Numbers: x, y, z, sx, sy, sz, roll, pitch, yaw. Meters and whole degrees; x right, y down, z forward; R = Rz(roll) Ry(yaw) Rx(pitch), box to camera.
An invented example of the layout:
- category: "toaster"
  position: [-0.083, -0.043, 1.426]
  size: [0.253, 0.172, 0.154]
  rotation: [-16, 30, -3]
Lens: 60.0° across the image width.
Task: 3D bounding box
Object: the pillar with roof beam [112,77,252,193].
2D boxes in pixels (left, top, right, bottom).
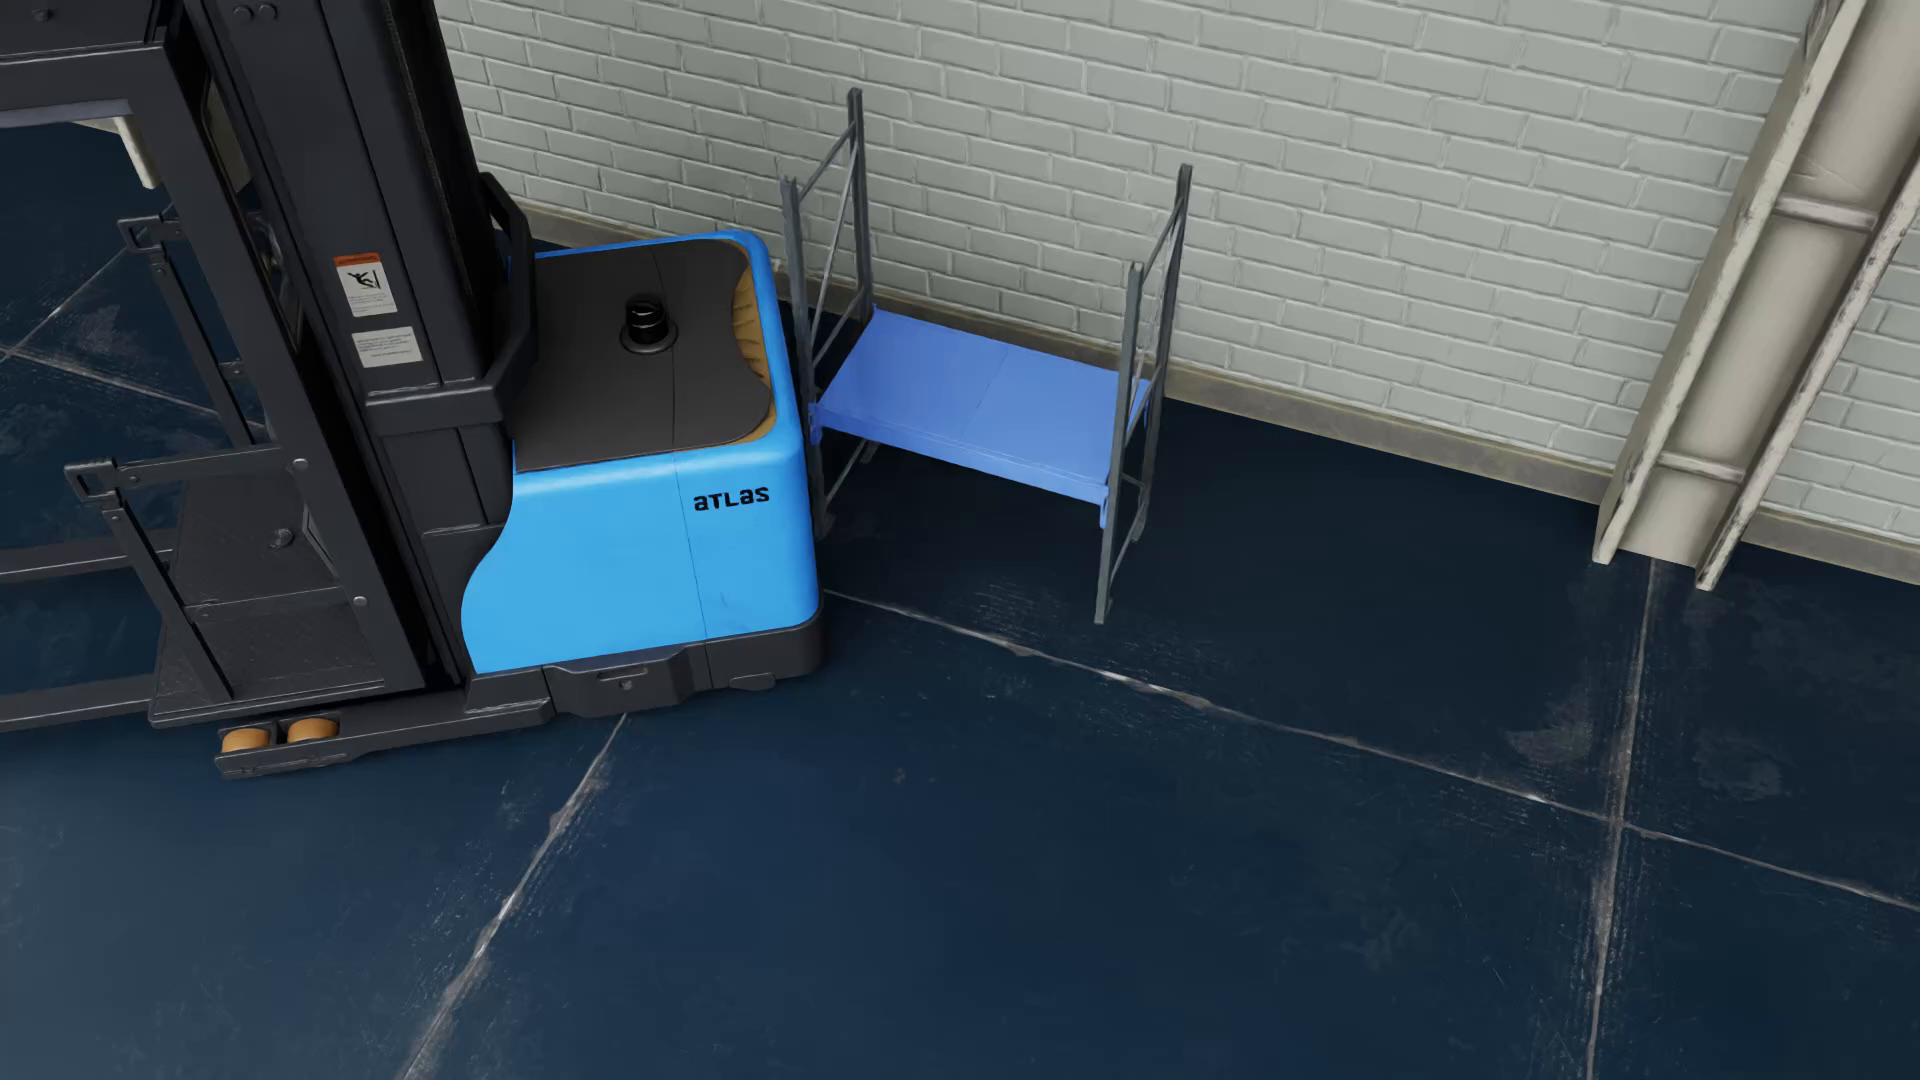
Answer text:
- category: "pillar with roof beam"
  position: [-4.720, -1.453, 1.054]
  size: [0.400, 9.000, 9.100]
  rotation: [16, 51, 13]

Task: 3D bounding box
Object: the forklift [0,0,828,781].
- category: "forklift"
  position: [-1.993, -0.667, 4.388]
  size: [3.031, 2.935, 1.130]
  rotation: [-8, 50, -7]

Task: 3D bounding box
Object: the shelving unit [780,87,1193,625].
- category: "shelving unit"
  position: [0.077, -0.531, 5.218]
  size: [1.048, 1.500, 0.538]
  rotation: [17, 51, 14]

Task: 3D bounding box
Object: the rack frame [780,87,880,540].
- category: "rack frame"
  position: [-0.396, -0.672, 5.340]
  size: [0.032, 1.500, 0.500]
  rotation: [17, 51, 14]

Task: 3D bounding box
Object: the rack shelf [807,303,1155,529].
- category: "rack shelf"
  position: [0.077, -0.414, 5.354]
  size: [1.000, 0.185, 0.538]
  rotation: [17, 51, 14]

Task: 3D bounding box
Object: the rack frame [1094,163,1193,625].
- category: "rack frame"
  position: [0.550, -0.391, 5.096]
  size: [0.032, 1.500, 0.500]
  rotation: [17, 51, 14]
